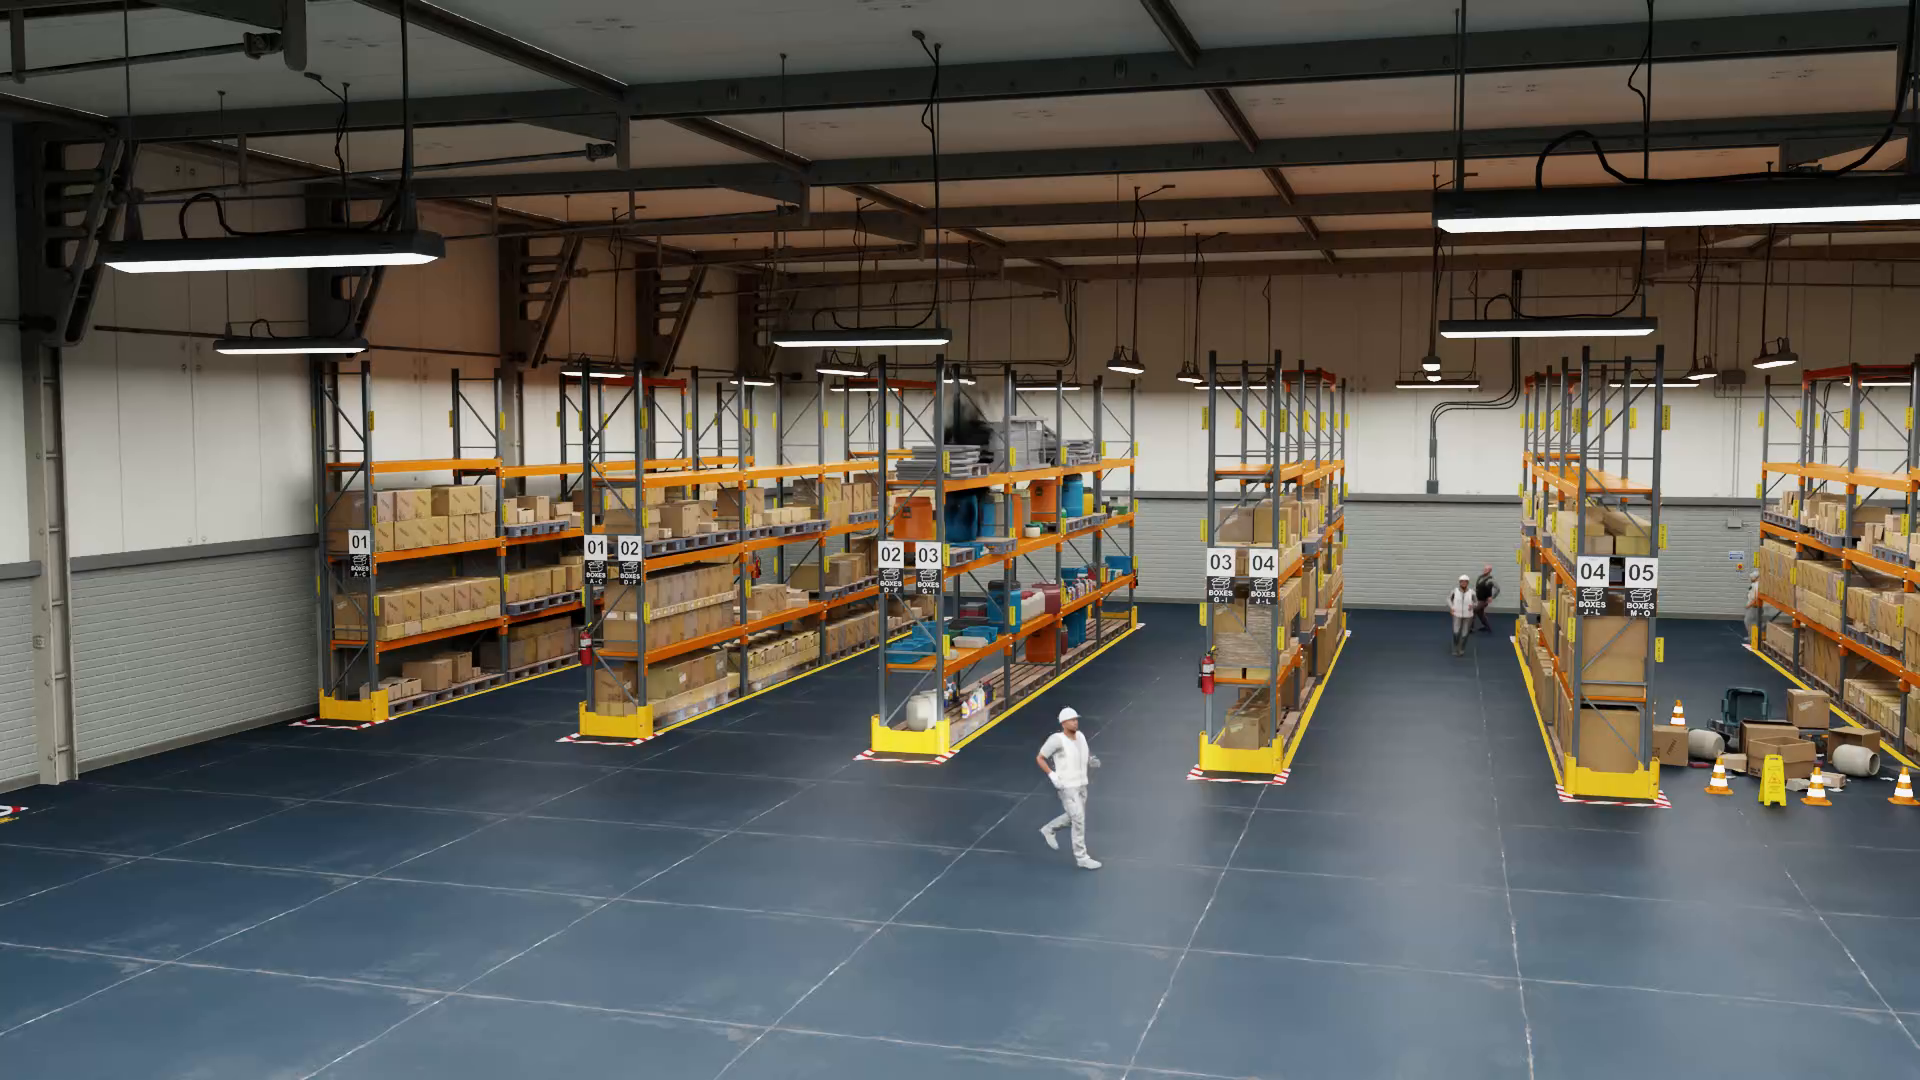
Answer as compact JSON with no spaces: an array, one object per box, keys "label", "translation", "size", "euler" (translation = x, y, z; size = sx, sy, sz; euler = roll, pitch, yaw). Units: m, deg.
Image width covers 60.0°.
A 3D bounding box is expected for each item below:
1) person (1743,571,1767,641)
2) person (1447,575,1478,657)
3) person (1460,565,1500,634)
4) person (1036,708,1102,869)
[{"label":"person","translation":[18.065,1.511,37.643],"size":[0.565,1.608,0.681],"euler":[2,4,23]},{"label":"person","translation":[10.628,1.613,35.181],"size":[0.634,1.758,0.680],"euler":[1,4,14]},{"label":"person","translation":[12.166,1.405,38.988],"size":[0.823,1.677,0.798],"euler":[0,4,6]},{"label":"person","translation":[1.235,2.773,18.769],"size":[0.946,1.762,0.696],"euler":[4,6,42]}]
